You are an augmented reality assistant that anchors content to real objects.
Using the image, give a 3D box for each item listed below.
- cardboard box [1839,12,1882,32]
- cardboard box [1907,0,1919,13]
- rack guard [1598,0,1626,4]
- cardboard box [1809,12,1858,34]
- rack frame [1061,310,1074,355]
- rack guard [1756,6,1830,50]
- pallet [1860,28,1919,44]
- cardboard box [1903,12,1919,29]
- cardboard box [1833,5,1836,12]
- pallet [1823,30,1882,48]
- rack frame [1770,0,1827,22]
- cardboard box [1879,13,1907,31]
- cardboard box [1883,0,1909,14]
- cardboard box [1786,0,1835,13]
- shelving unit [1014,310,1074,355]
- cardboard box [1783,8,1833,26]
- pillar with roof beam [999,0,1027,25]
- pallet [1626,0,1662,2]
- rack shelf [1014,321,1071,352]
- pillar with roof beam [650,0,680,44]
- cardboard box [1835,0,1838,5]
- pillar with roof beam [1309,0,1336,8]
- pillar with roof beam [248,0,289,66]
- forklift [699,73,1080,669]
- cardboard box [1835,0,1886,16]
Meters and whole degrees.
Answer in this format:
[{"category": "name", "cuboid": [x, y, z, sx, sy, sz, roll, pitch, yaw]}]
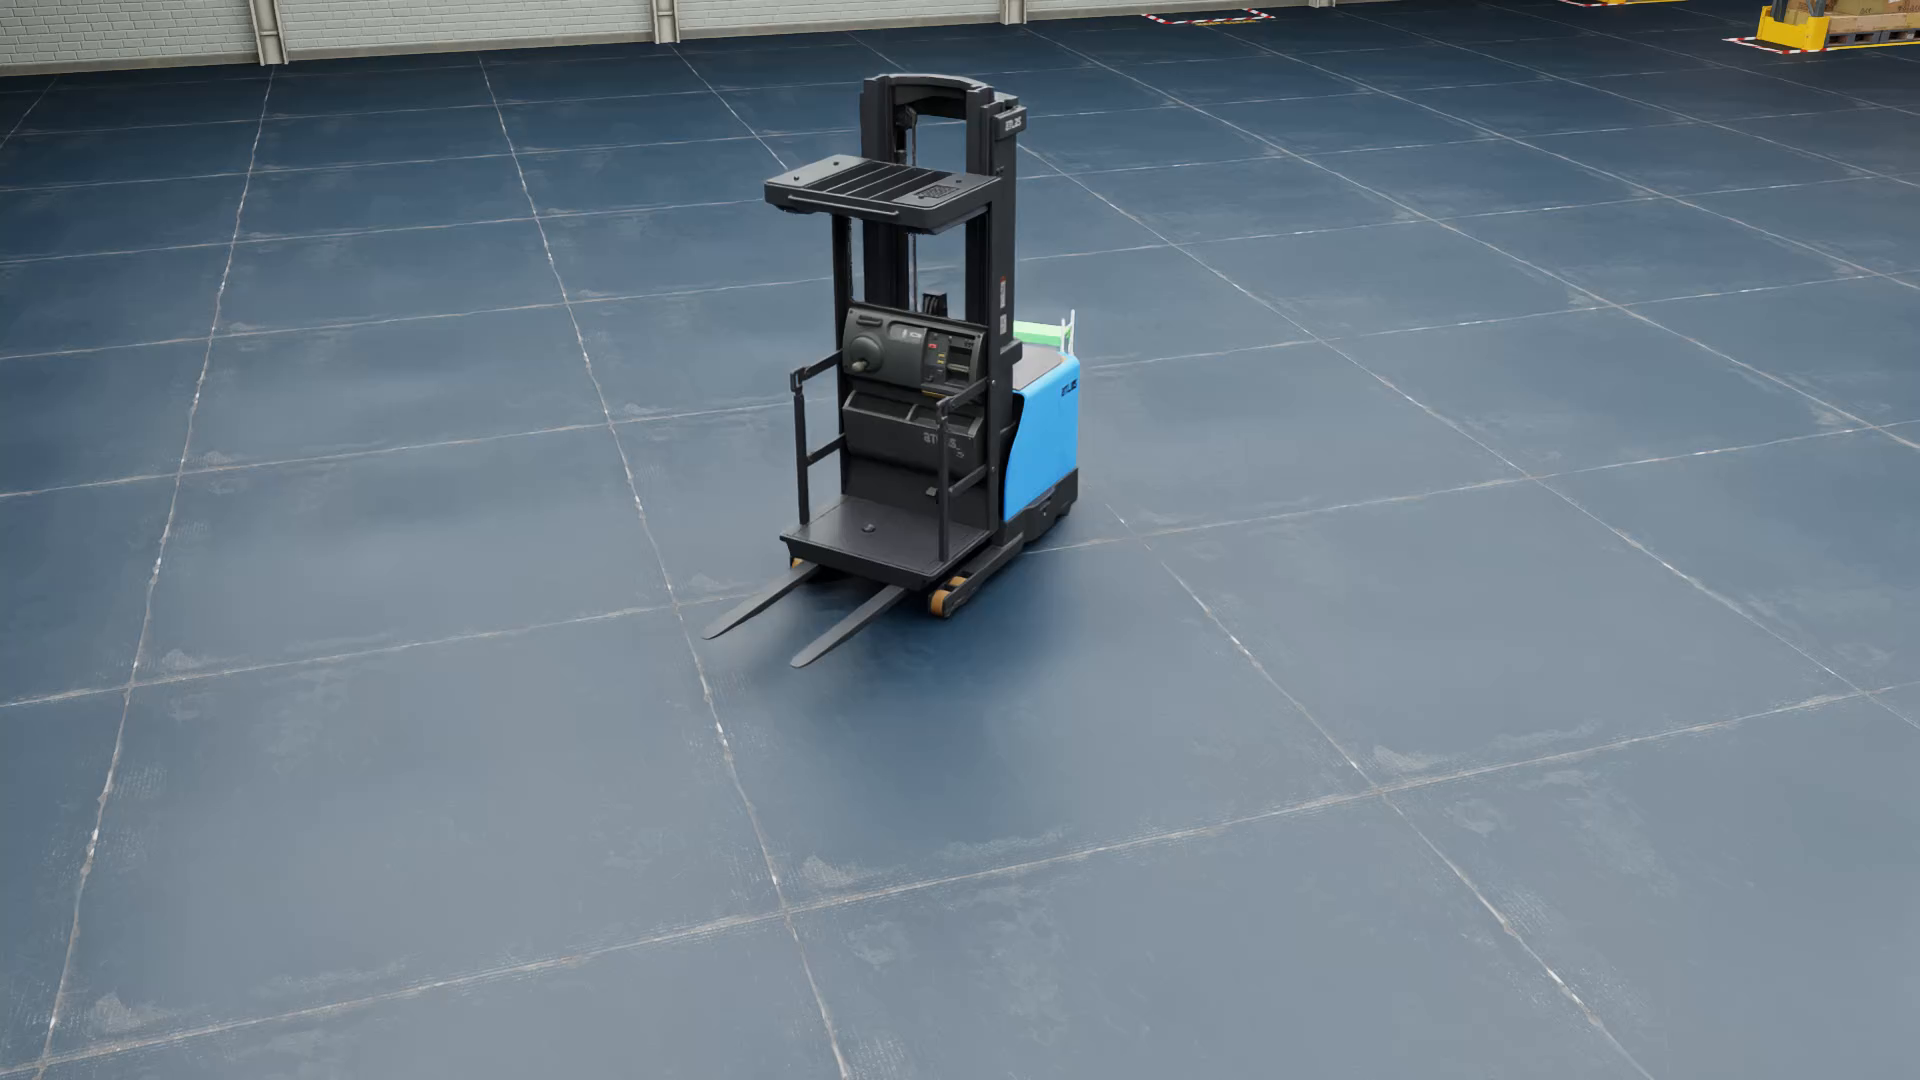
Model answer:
[{"category": "cardboard box", "cuboid": [14.519, -8.404, 26.925, 0.500, 0.250, 0.500, -8, 28, -16]}, {"category": "cardboard box", "cuboid": [15.472, -8.875, 27.031, 0.500, 0.500, 0.500, -8, 28, -16]}, {"category": "rack guard", "cuboid": [12.001, -10.382, 31.101, 0.348, 0.500, 1.175, -8, 28, -16]}, {"category": "cardboard box", "cuboid": [14.045, -8.334, 26.784, 0.500, 0.250, 0.500, -8, 28, -16]}, {"category": "rack frame", "cuboid": [0.707, -0.945, 11.288, 0.015, 1.200, 0.240, 9, 25, 18]}, {"category": "rack guard", "cuboid": [13.443, -8.275, 26.855, 0.348, 0.500, 1.175, -8, 28, -16]}, {"category": "pallet", "cuboid": [15.338, -8.438, 27.509, 1.213, 0.211, 1.003, -8, 28, -16]}, {"category": "cardboard box", "cuboid": [15.471, -8.540, 27.198, 0.500, 0.250, 0.500, -8, 28, -16]}, {"category": "cardboard box", "cuboid": [14.356, -8.627, 27.374, 0.500, 0.250, 0.500, -8, 28, -16]}, {"category": "pallet", "cuboid": [14.180, -8.272, 27.174, 1.213, 0.211, 1.003, -8, 28, -16]}, {"category": "rack frame", "cuboid": [13.466, -9.398, 26.306, 0.127, 3.000, 1.000, -8, 28, -16]}, {"category": "cardboard box", "cuboid": [14.994, -8.473, 27.064, 0.500, 0.250, 0.500, -8, 28, -16]}, {"category": "cardboard box", "cuboid": [14.991, -8.814, 26.907, 0.500, 0.500, 0.500, -8, 28, -16]}, {"category": "cardboard box", "cuboid": [13.884, -8.890, 27.060, 0.500, 0.500, 0.500, -8, 28, -16]}, {"category": "shelving unit", "cuboid": [0.478, -0.982, 11.364, 0.503, 1.200, 0.258, 9, 25, 18]}, {"category": "cardboard box", "cuboid": [13.884, -8.553, 27.225, 0.500, 0.250, 0.500, -8, 28, -16]}, {"category": "pillar with roof beam", "cuboid": [2.249, -11.168, 23.126, 0.400, 9.000, 9.100, -8, 28, -16]}, {"category": "pallet", "cuboid": [12.784, -10.350, 31.360, 1.213, 0.211, 1.003, -8, 28, -16]}, {"category": "rack shelf", "cuboid": [0.486, -1.364, 11.198, 0.480, 0.148, 0.258, 9, 25, 18]}, {"category": "pillar with roof beam", "cuboid": [-3.456, -10.342, 21.462, 0.400, 9.000, 9.100, -8, 28, -16]}, {"category": "cardboard box", "cuboid": [14.830, -9.034, 27.350, 0.500, 0.500, 0.500, -8, 28, -16]}, {"category": "pillar with roof beam", "cuboid": [7.954, -11.994, 24.790, 0.400, 9.000, 9.100, -8, 28, -16]}, {"category": "pillar with roof beam", "cuboid": [-9.161, -9.516, 19.798, 0.400, 9.000, 9.100, -8, 28, -16]}, {"category": "forklift", "cuboid": [-0.388, -1.086, 9.642, 1.130, 2.935, 3.031, 15, 30, 27]}, {"category": "cardboard box", "cuboid": [14.519, -8.739, 26.757, 0.500, 0.500, 0.500, -8, 28, -16]}]
